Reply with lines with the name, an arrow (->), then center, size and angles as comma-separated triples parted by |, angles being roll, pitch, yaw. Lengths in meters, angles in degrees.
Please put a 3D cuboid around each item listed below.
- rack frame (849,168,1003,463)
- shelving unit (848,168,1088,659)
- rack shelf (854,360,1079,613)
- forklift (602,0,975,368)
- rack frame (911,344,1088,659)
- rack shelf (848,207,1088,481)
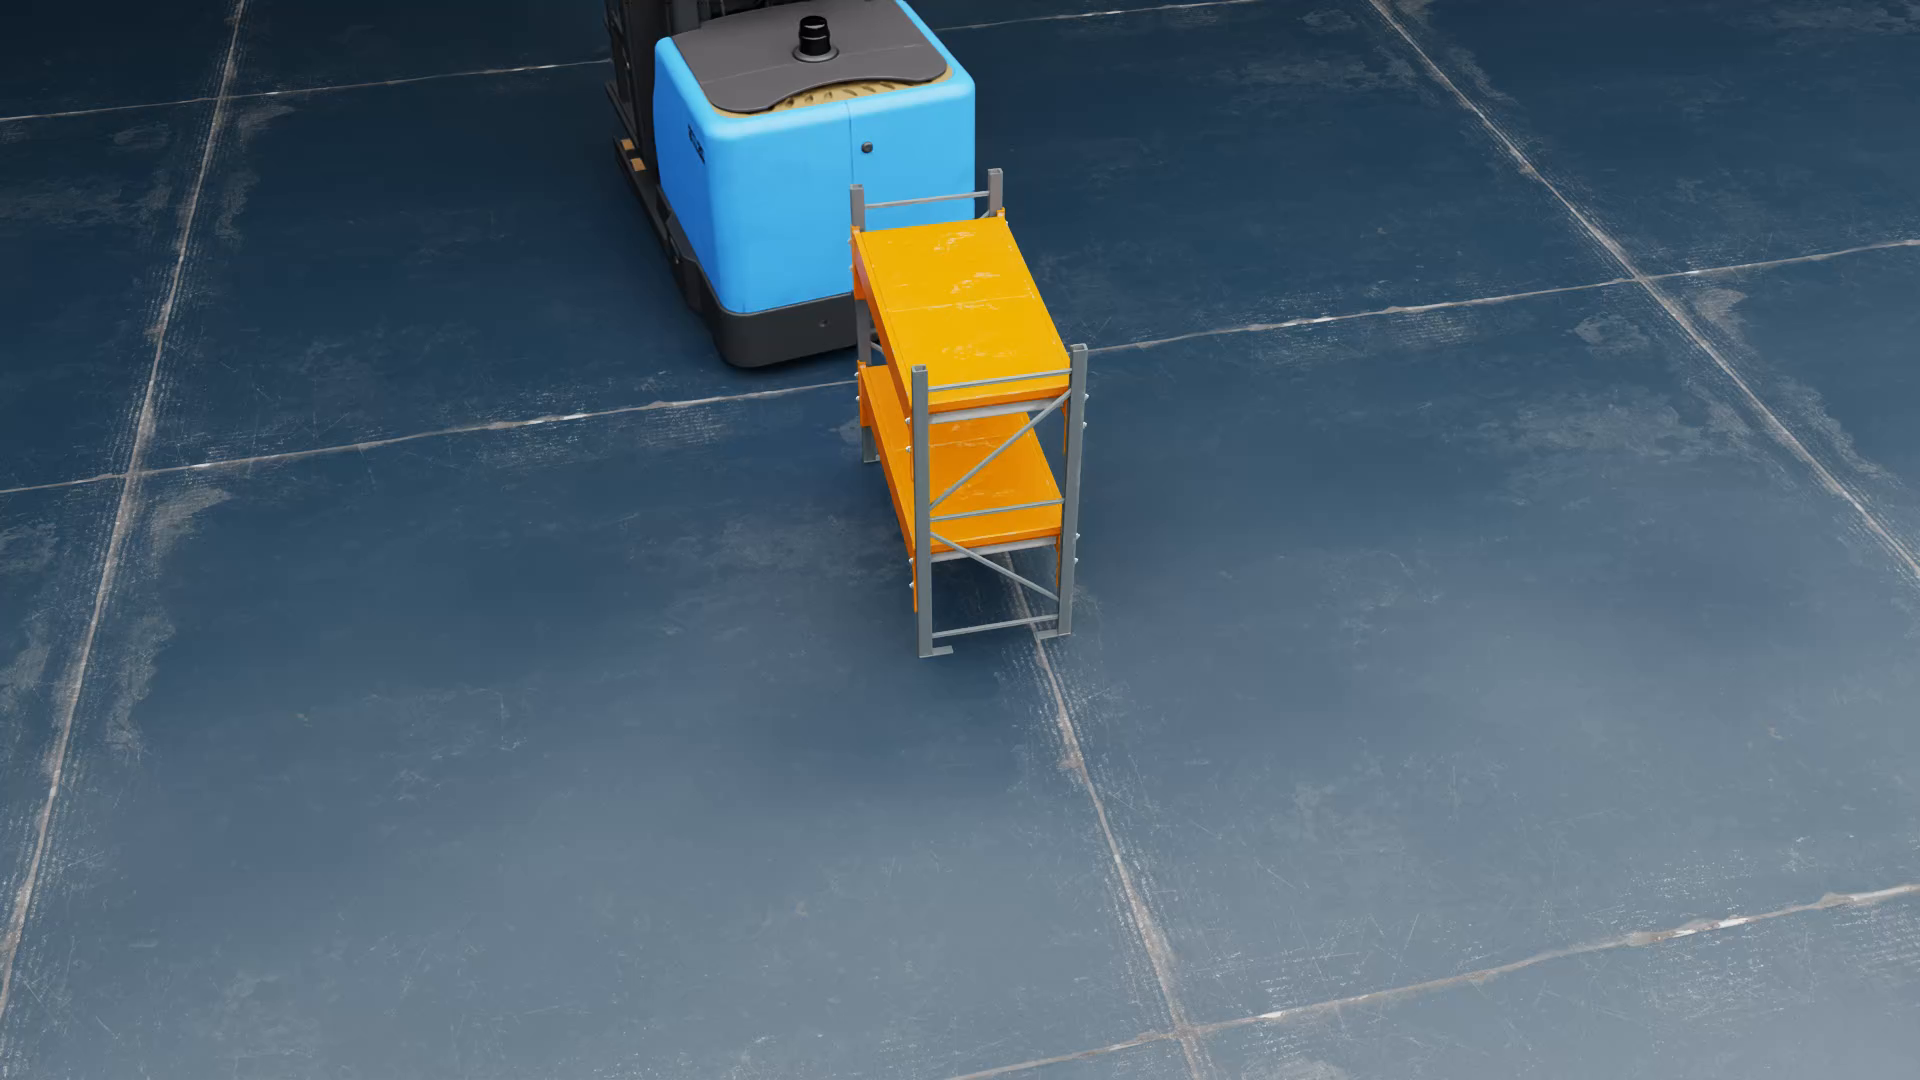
rack frame -> -0.108, -0.746, 5.743 | 0.500, 1.125, 0.032 | -8, 42, -9
shelving unit -> 0.001, -0.416, 5.372 | 0.538, 1.125, 1.048 | -8, 42, -9
rack shelf -> 0.001, -0.233, 5.534 | 0.538, 0.278, 1.000 | -8, 42, -9
forklift -> -0.938, -2.745, 6.635 | 1.130, 2.935, 3.031 | -15, 44, -16
rack frame -> 0.111, -0.087, 5.000 | 0.500, 1.125, 0.032 | -8, 42, -9
rack shelf -> 0.001, -0.635, 5.177 | 0.538, 0.278, 1.000 | -8, 42, -9
